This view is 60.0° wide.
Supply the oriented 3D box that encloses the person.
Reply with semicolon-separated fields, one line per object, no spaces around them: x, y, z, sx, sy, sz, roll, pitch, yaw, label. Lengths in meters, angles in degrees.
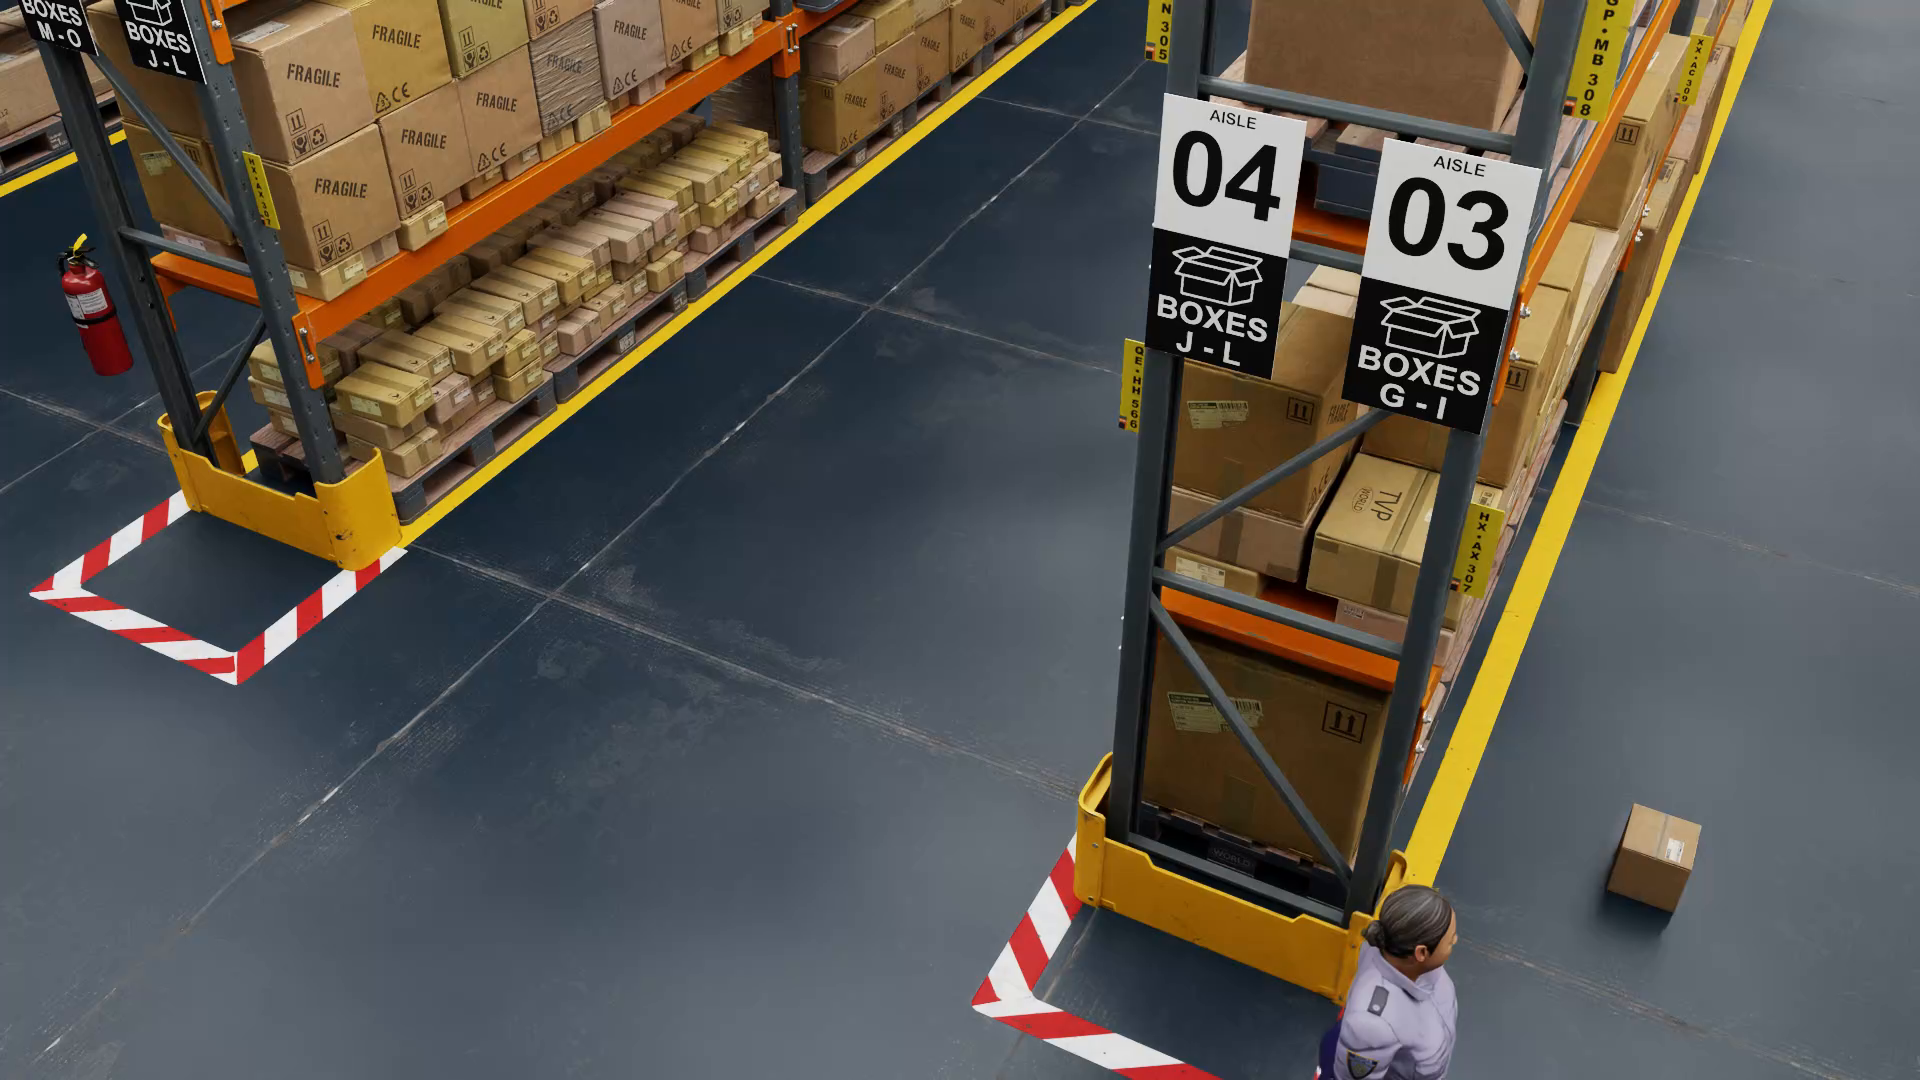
1.205;1.602;4.721;0.436;1.671;0.527;14;40;17;person
